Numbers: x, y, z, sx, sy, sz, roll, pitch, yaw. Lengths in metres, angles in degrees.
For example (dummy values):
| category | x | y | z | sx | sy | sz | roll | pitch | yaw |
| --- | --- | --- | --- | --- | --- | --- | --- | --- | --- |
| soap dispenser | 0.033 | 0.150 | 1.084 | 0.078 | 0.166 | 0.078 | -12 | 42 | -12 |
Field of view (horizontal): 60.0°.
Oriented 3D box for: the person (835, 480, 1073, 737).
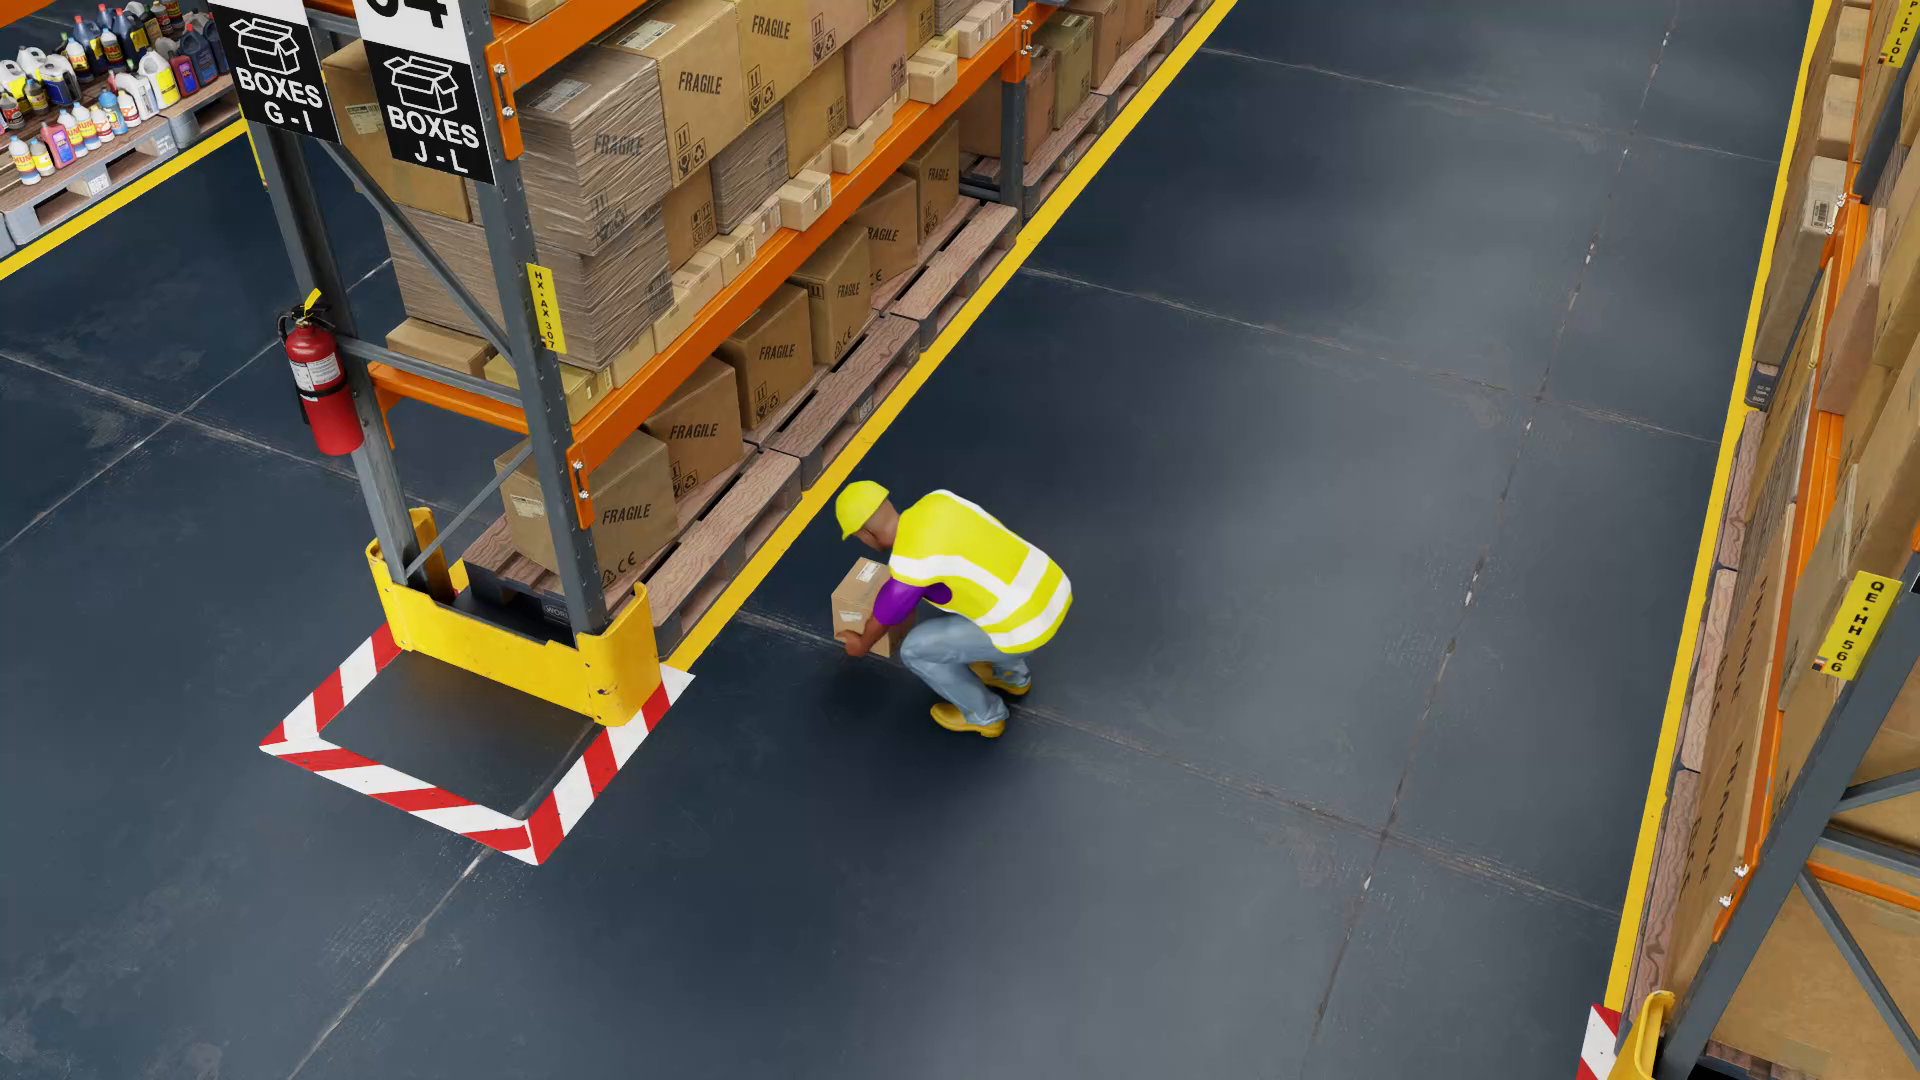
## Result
| category | x | y | z | sx | sy | sz | roll | pitch | yaw |
| --- | --- | --- | --- | --- | --- | --- | --- | --- | --- |
| person | -0.043 | 0.251 | 6.436 | 0.918 | 1.008 | 0.534 | 16 | 44 | 17 |
